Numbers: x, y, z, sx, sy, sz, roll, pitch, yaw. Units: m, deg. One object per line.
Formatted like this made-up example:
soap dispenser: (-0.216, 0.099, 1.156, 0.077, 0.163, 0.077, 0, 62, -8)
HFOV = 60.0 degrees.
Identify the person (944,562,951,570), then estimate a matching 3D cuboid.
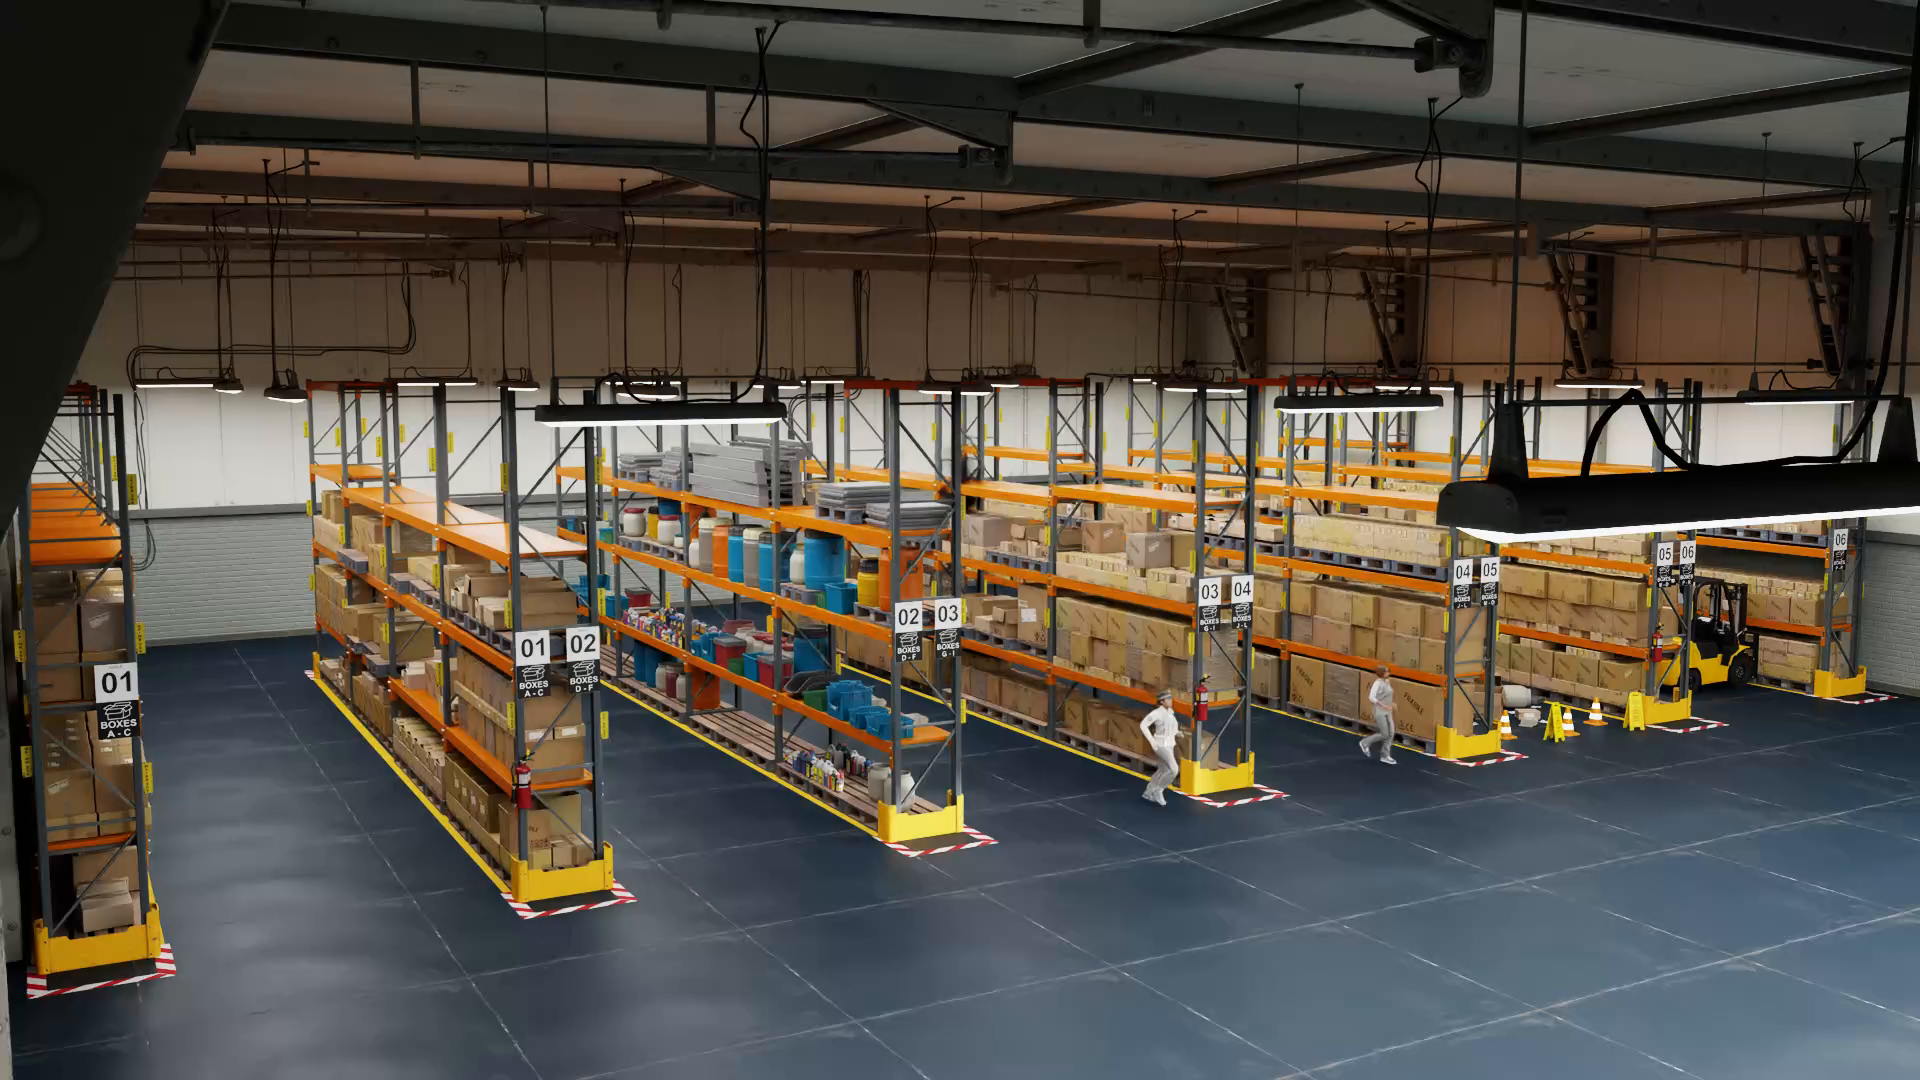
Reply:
person: (-0.106, 0.999, 41.967, 0.685, 1.822, 0.760, 5, 8, 39)

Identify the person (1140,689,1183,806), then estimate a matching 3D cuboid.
person: (2.926, 2.967, 23.838, 0.626, 1.672, 0.584, 5, 8, 37)

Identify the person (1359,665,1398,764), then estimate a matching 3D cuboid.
person: (6.681, 2.753, 26.391, 0.575, 1.571, 0.566, 5, 8, 39)
